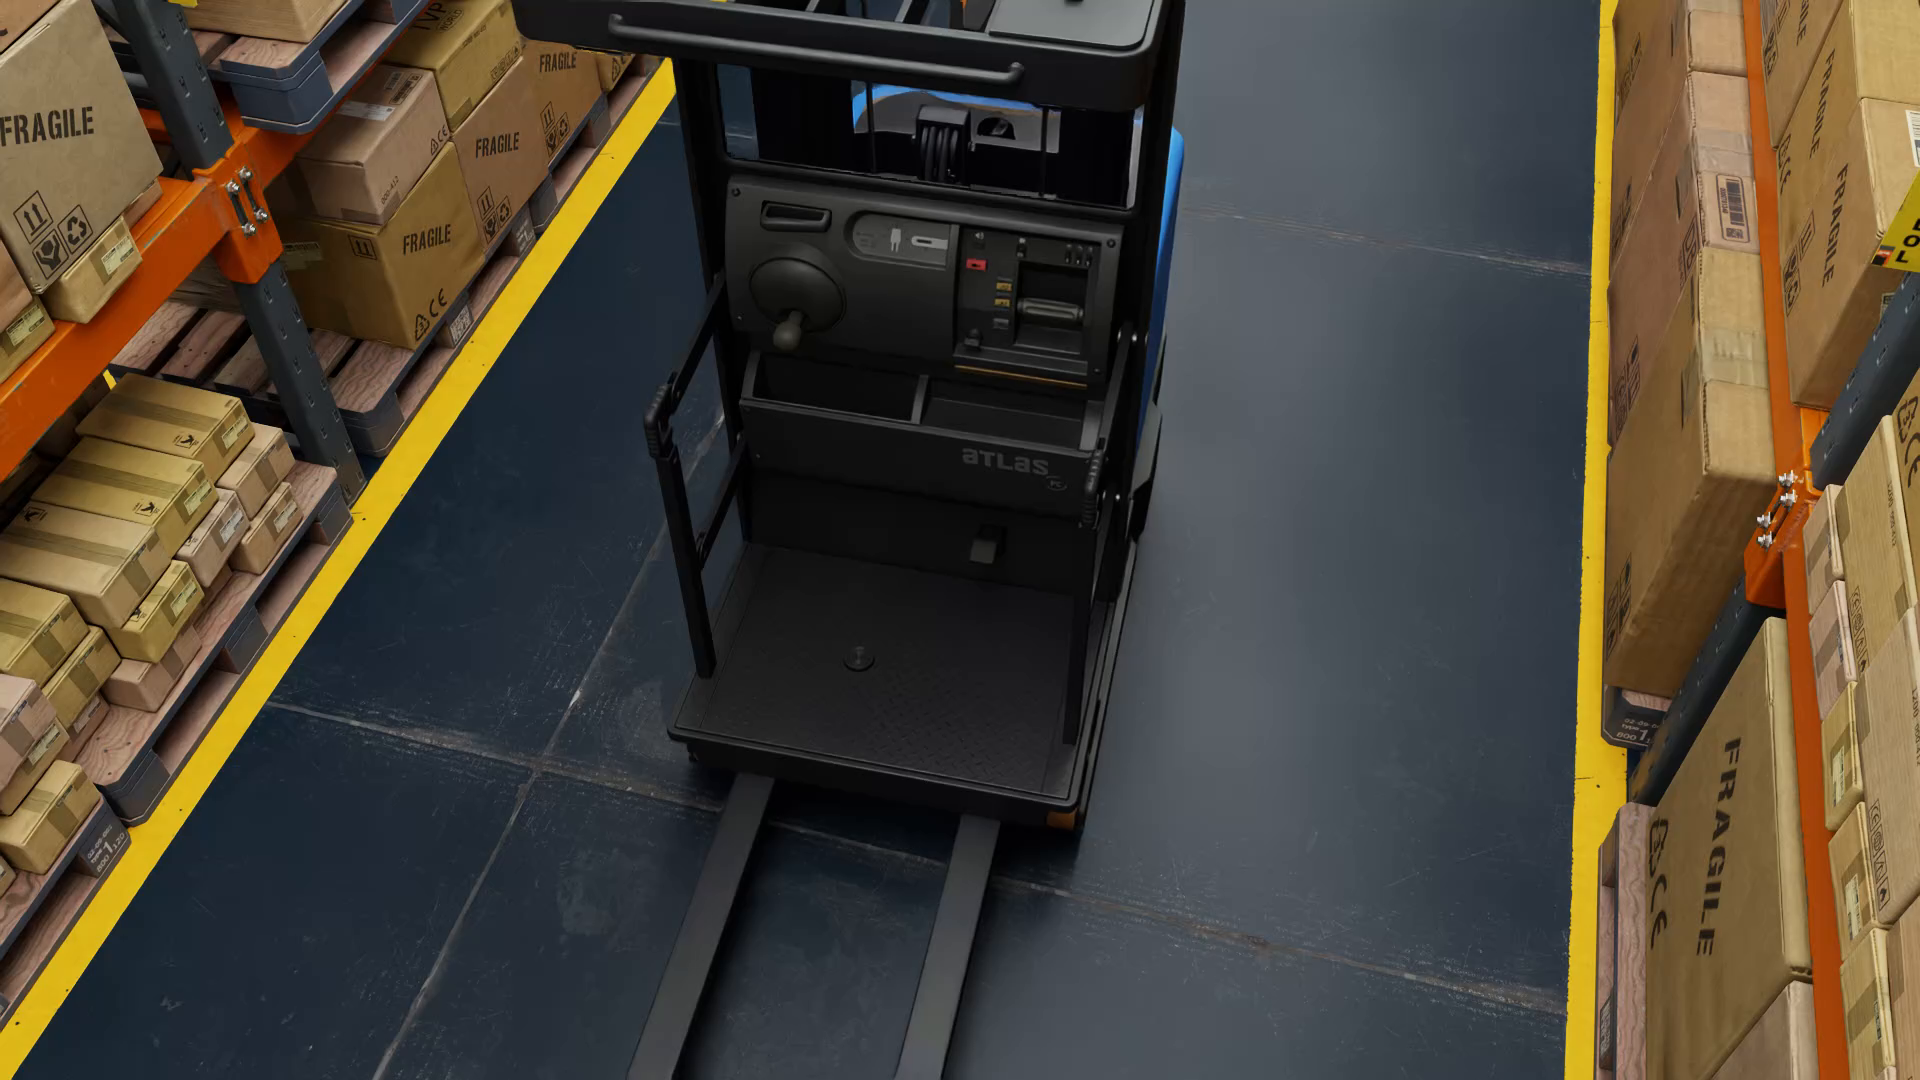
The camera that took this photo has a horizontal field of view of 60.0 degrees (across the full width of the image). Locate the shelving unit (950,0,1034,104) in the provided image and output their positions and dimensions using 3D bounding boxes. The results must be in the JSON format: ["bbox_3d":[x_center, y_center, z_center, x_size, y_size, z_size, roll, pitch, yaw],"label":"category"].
[{"bbox_3d":[0.223,-1.528,5.198,0.431,2.100,0.503,9,49,8],"label":"shelving unit"}]

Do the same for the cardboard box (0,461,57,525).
[{"bbox_3d":[-2.806,-0.121,4.779,0.380,0.149,0.250,12,50,10],"label":"cardboard box"}]

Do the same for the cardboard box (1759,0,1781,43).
[{"bbox_3d":[2.600,-1.698,4.681,0.500,0.500,0.500,12,50,10],"label":"cardboard box"}]

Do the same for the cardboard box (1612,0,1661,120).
[{"bbox_3d":[3.187,-2.009,6.160,1.225,0.875,0.875,9,49,8],"label":"cardboard box"}]

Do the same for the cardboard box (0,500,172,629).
[{"bbox_3d":[-2.352,0.063,4.418,0.380,0.149,0.250,11,50,10],"label":"cardboard box"}]

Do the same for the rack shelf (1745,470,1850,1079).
[{"bbox_3d":[1.810,1.510,2.397,1.077,0.370,4.000,12,50,10],"label":"rack shelf"}]

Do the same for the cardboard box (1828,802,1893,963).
[{"bbox_3d":[1.732,0.628,2.863,0.380,0.149,0.250,10,49,9],"label":"cardboard box"}]

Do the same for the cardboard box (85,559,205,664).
[{"bbox_3d":[-2.311,0.165,4.527,0.380,0.149,0.250,10,49,9],"label":"cardboard box"}]

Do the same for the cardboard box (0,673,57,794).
[{"bbox_3d":[-2.478,0.450,4.077,0.380,0.149,0.250,9,49,8],"label":"cardboard box"}]

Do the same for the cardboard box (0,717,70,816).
[{"bbox_3d":[-2.520,0.515,4.217,0.380,0.149,0.250,13,50,11],"label":"cardboard box"}]

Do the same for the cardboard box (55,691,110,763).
[{"bbox_3d":[-2.540,0.470,4.456,0.380,0.149,0.250,10,49,9],"label":"cardboard box"}]

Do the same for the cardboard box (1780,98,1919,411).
[{"bbox_3d":[2.196,-0.600,3.712,0.500,0.500,0.500,12,50,10],"label":"cardboard box"}]

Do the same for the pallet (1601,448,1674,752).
[{"bbox_3d":[2.467,0.175,4.955,1.003,0.211,1.213,12,50,10],"label":"pallet"}]

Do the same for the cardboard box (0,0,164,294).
[{"bbox_3d":[-2.277,-0.953,3.825,0.500,0.500,0.500,12,50,10],"label":"cardboard box"}]

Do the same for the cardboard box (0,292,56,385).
[{"bbox_3d":[-2.362,-0.502,3.860,0.380,0.149,0.250,13,50,12],"label":"cardboard box"}]

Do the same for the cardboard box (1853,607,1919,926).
[{"bbox_3d":[1.824,0.423,2.778,0.500,0.250,0.500,11,50,10],"label":"cardboard box"}]

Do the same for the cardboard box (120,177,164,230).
[{"bbox_3d":[-2.272,-0.891,4.203,0.380,0.149,0.250,11,50,10],"label":"cardboard box"}]

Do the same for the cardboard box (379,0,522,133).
[{"bbox_3d":[-1.835,-1.655,5.597,0.500,0.250,0.500,13,50,11],"label":"cardboard box"}]

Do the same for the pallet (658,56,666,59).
[{"bbox_3d":[-1.577,-2.633,7.433,1.003,0.211,1.213,12,50,10],"label":"pallet"}]

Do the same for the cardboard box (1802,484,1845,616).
[{"bbox_3d":[1.937,0.056,3.367,0.380,0.149,0.250,12,50,10],"label":"cardboard box"}]

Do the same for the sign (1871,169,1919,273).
[{"bbox_3d":[1.810,-0.632,3.088,0.100,0.325,0.005,12,50,10],"label":"sign"}]

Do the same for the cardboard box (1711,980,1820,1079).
[{"bbox_3d":[1.848,1.502,3.061,0.875,0.875,0.875,12,50,10],"label":"cardboard box"}]

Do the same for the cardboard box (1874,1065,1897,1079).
[{"bbox_3d":[1.597,0.994,2.540,0.380,0.149,0.250,12,50,10],"label":"cardboard box"}]

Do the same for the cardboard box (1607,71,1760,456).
[{"bbox_3d":[2.720,-0.724,5.026,1.225,0.875,0.875,10,49,9],"label":"cardboard box"}]

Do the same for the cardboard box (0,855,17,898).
[{"bbox_3d":[-2.603,0.852,4.118,0.380,0.149,0.250,12,50,11],"label":"cardboard box"}]

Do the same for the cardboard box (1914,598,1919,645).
[{"bbox_3d":[1.826,0.179,2.493,0.500,0.500,0.500,12,50,10],"label":"cardboard box"}]

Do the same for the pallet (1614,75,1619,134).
[{"bbox_3d":[3.109,-1.590,6.513,1.003,0.211,1.213,12,50,10],"label":"pallet"}]

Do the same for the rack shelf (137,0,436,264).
[{"bbox_3d":[-1.896,-2.435,5.879,1.077,0.370,4.000,12,50,10],"label":"rack shelf"}]

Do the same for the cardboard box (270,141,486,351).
[{"bbox_3d":[-1.972,-1.021,5.537,0.500,0.500,0.500,13,50,11],"label":"cardboard box"}]

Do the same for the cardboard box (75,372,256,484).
[{"bbox_3d":[-2.265,-0.311,4.748,0.380,0.149,0.250,13,50,11],"label":"cardboard box"}]

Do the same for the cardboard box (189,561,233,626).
[{"bbox_3d":[-2.346,0.100,4.783,0.380,0.149,0.250,13,50,11],"label":"cardboard box"}]

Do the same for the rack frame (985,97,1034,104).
[{"bbox_3d":[0.275,-1.706,5.356,0.400,2.100,0.015,9,49,8],"label":"rack frame"}]

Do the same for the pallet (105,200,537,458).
[{"bbox_3d":[-2.219,-0.868,5.875,1.003,0.211,1.213,12,50,10],"label":"pallet"}]

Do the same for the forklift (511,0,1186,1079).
[{"bbox_3d":[-0.139,-0.475,3.757,1.129,2.867,3.031,9,49,8],"label":"forklift"}]

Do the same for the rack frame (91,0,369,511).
[{"bbox_3d":[-2.422,-1.227,4.332,1.000,3.000,0.127,12,50,10],"label":"rack frame"}]

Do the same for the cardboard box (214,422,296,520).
[{"bbox_3d":[-2.199,-0.230,4.876,0.380,0.149,0.250,12,50,11],"label":"cardboard box"}]

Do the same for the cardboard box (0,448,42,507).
[{"bbox_3d":[-2.843,-0.224,4.671,0.380,0.149,0.250,14,50,12],"label":"cardboard box"}]

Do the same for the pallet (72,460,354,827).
[{"bbox_3d":[-2.565,0.189,4.943,1.003,0.211,1.213,12,50,10],"label":"pallet"}]

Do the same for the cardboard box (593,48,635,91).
[{"bbox_3d":[-1.554,-2.144,6.529,0.500,0.500,0.500,10,49,8],"label":"cardboard box"}]
